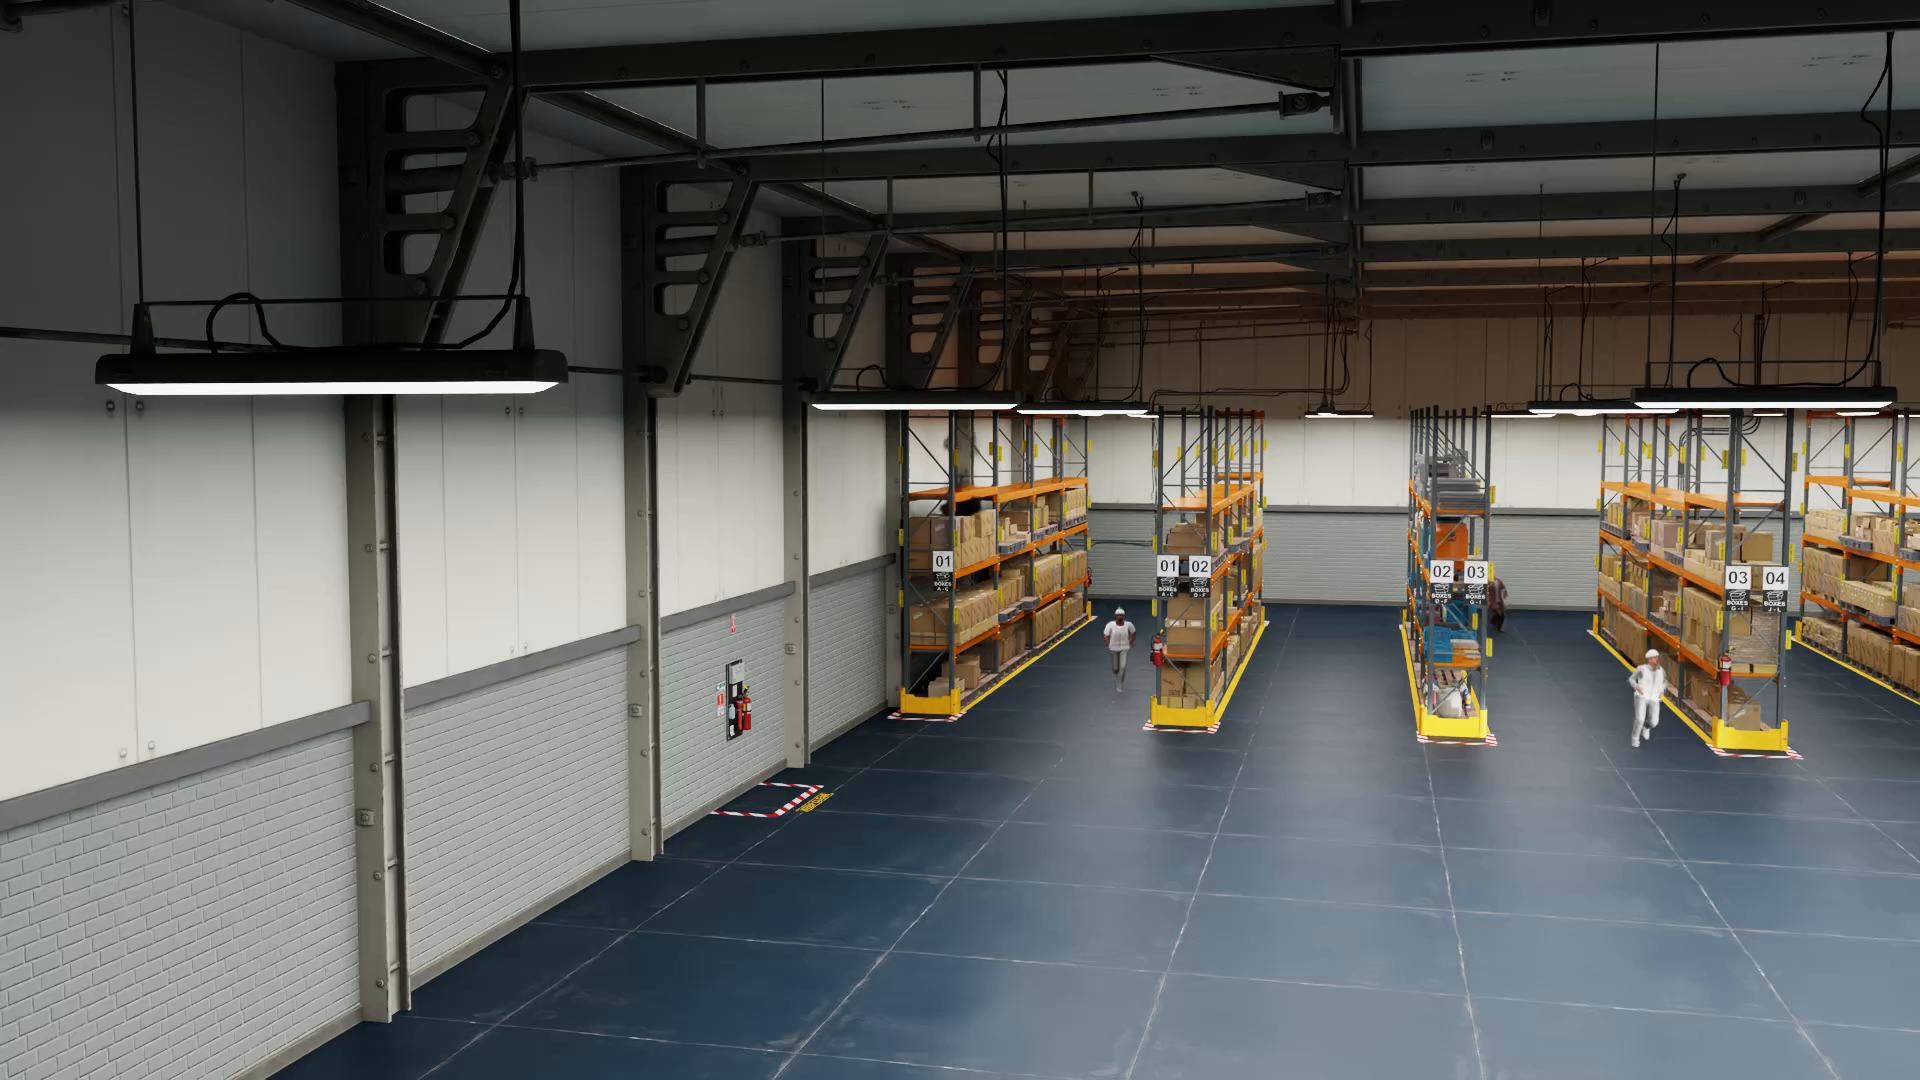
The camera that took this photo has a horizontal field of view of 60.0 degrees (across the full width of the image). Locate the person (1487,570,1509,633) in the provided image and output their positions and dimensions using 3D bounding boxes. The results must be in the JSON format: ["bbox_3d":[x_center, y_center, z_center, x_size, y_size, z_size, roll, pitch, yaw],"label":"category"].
[{"bbox_3d":[14.416,1.658,44.795,0.772,1.712,0.550,-1,4,-19],"label":"person"}]

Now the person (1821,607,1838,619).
[{"bbox_3d":[23.285,1.725,44.322,0.646,1.661,0.616,-3,5,-35],"label":"person"}]

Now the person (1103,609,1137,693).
[{"bbox_3d":[3.402,2.334,35.395,0.709,1.765,0.824,0,4,5],"label":"person"}]

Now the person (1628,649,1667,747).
[{"bbox_3d":[12.167,2.777,29.392,0.666,1.700,0.566,0,4,5],"label":"person"}]
